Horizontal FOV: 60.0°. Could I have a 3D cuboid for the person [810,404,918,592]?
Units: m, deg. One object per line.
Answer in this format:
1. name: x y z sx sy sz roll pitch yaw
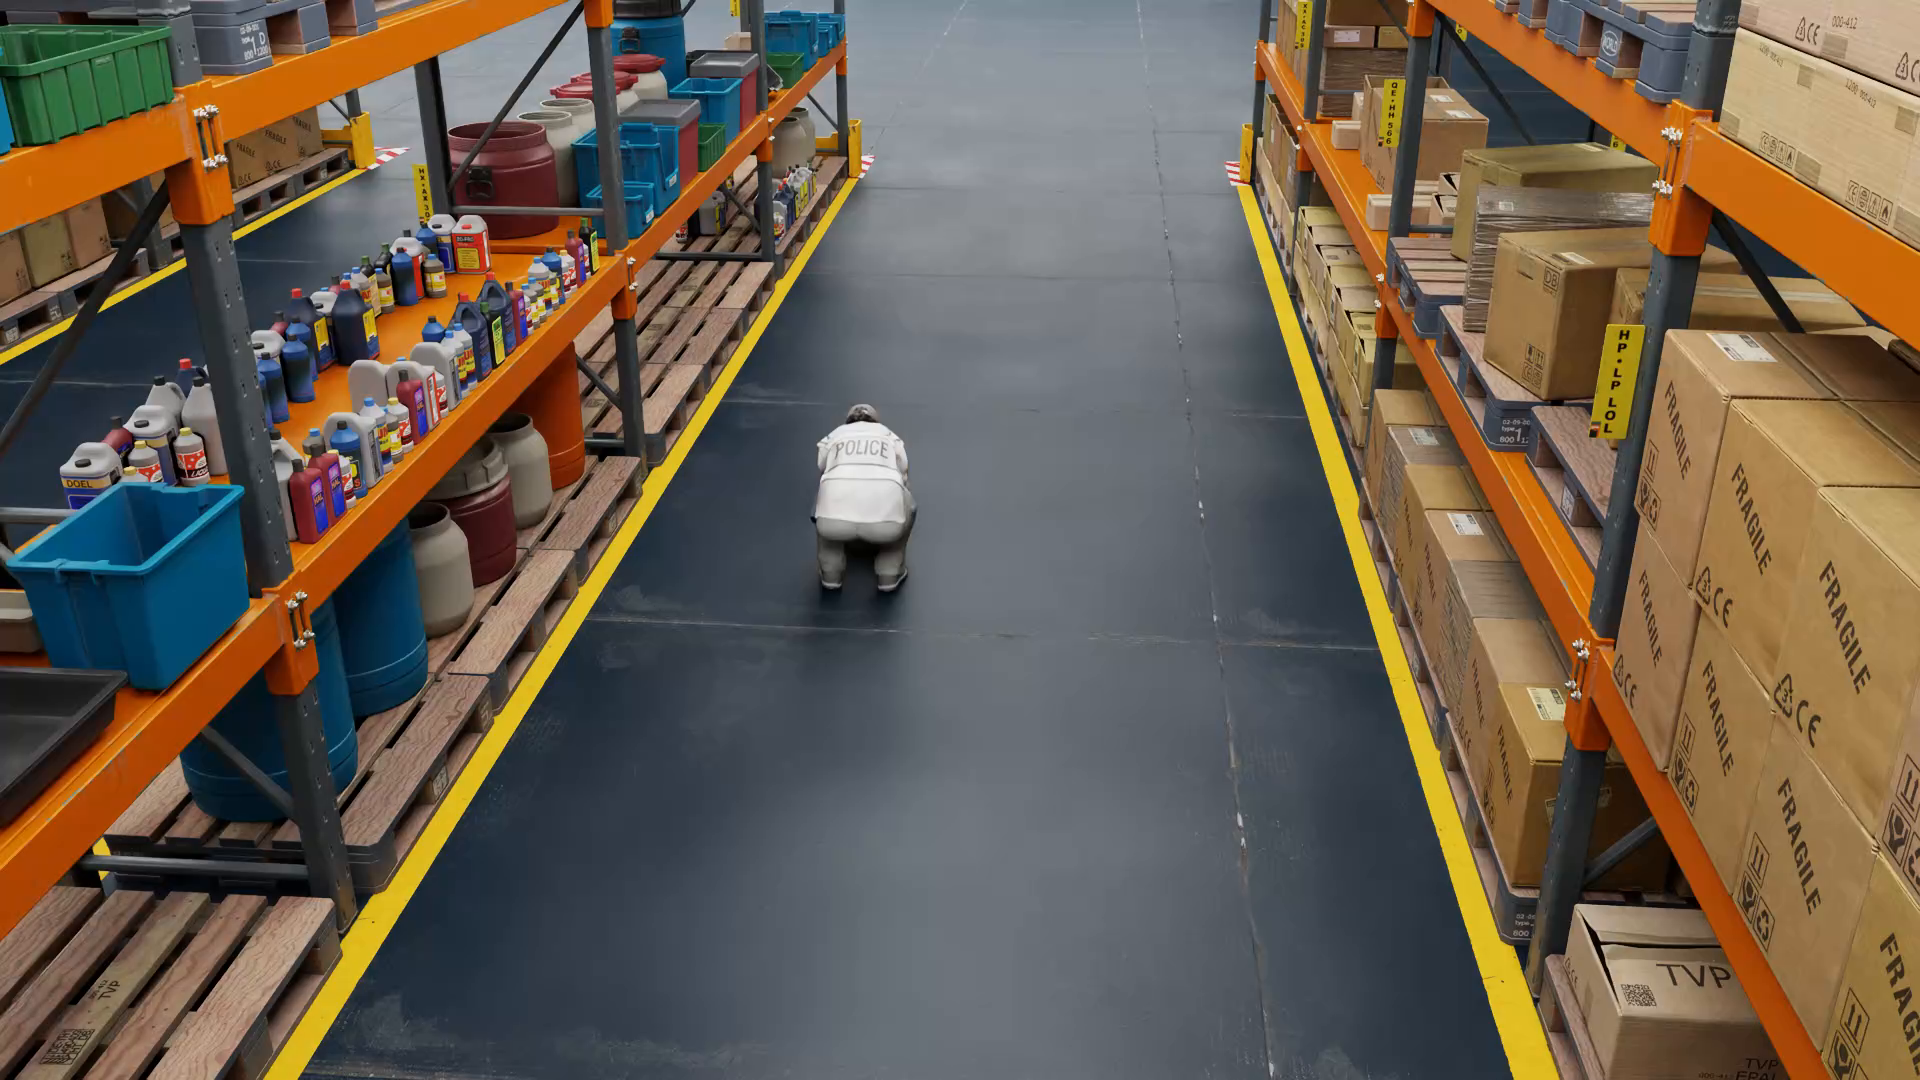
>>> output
1. person: -0.476 -0.172 8.159 0.520 0.797 0.910 1 25 3
